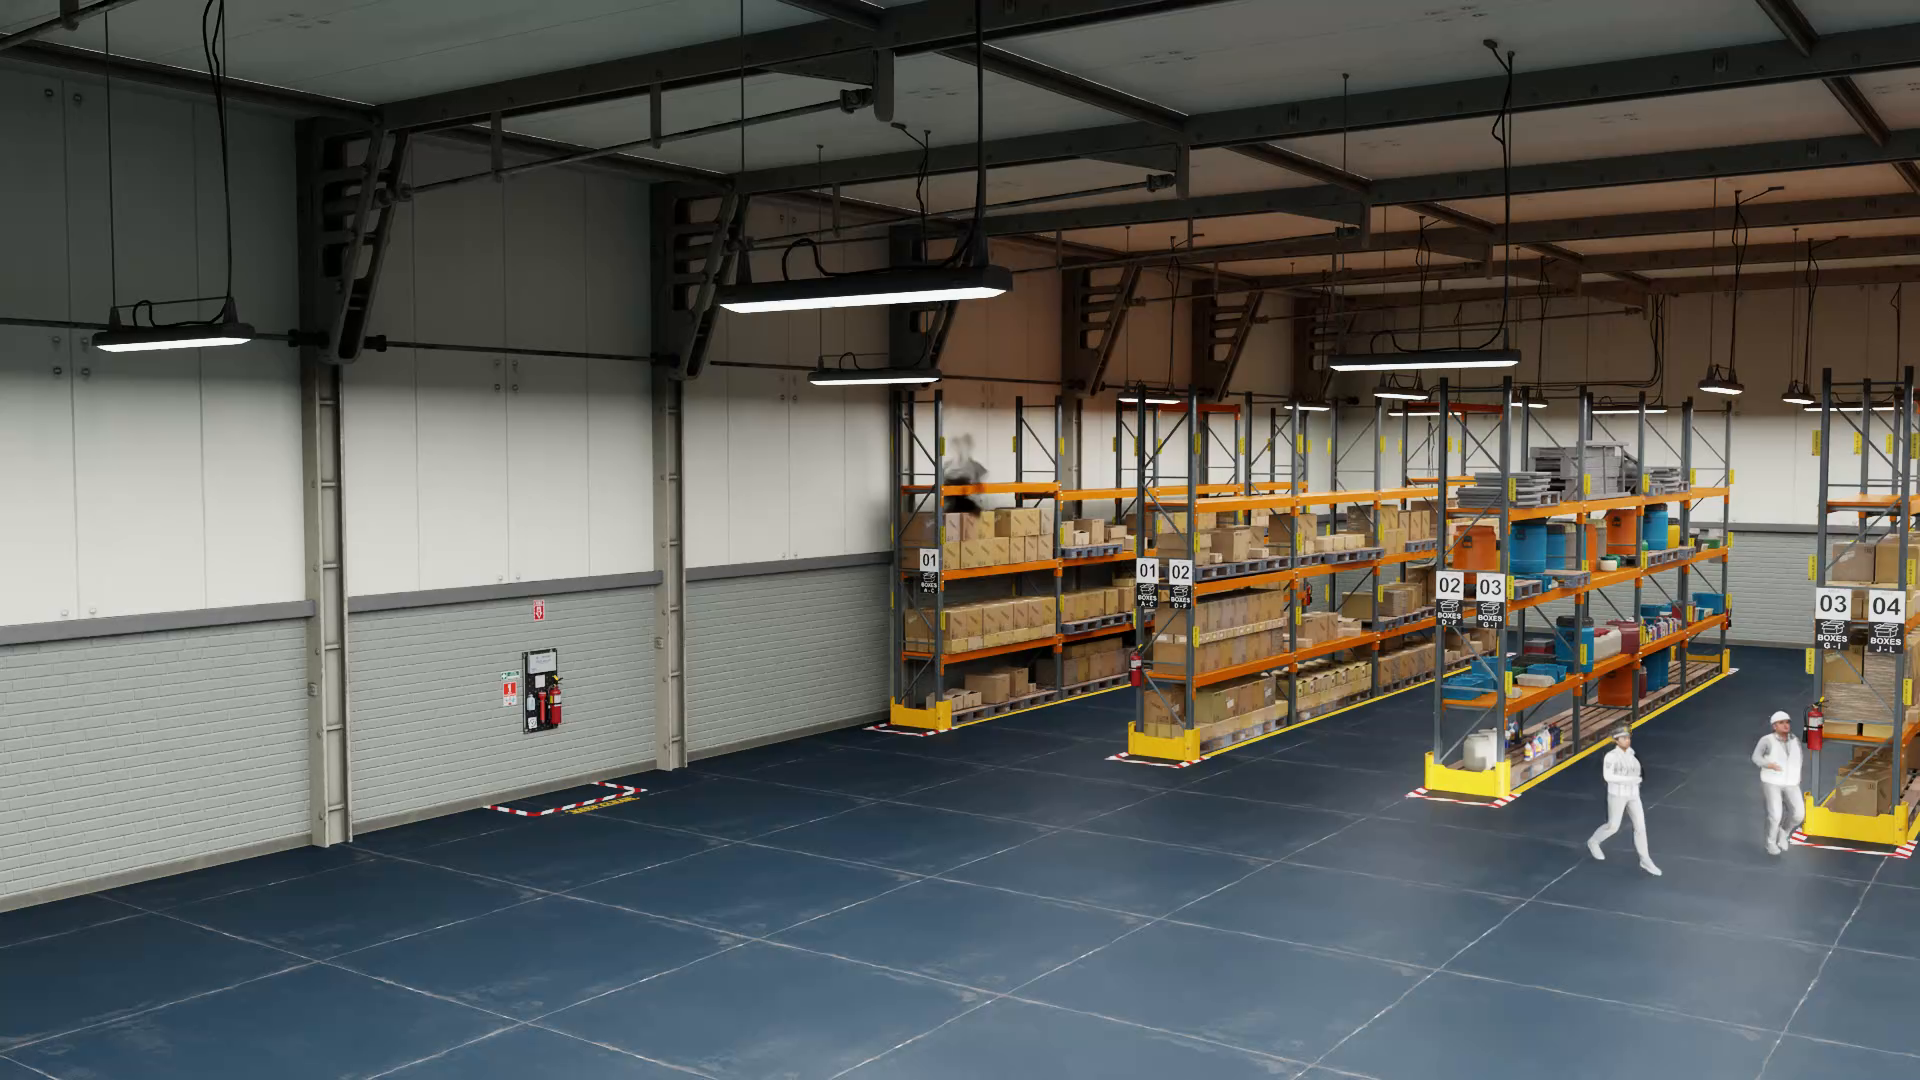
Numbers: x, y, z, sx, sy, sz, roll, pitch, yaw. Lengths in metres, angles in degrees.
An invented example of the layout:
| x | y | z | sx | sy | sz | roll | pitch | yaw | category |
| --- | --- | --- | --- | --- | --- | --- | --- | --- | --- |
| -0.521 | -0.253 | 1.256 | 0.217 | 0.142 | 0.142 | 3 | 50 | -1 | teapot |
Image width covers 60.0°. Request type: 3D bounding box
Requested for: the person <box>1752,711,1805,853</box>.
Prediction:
| x | y | z | sx | sy | sz | roll | pitch | yaw | category |
| --- | --- | --- | --- | --- | --- | --- | --- | --- | --- |
| 10.085 | 2.982 | 20.389 | 0.679 | 1.744 | 0.588 | 0 | 3 | 2 | person |

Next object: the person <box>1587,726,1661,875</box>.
| x | y | z | sx | sy | sz | roll | pitch | yaw | category |
| --- | --- | --- | --- | --- | --- | --- | --- | --- | --- |
| 7.874 | 3.030 | 19.672 | 0.623 | 1.675 | 0.992 | -1 | 3 | -21 | person |
